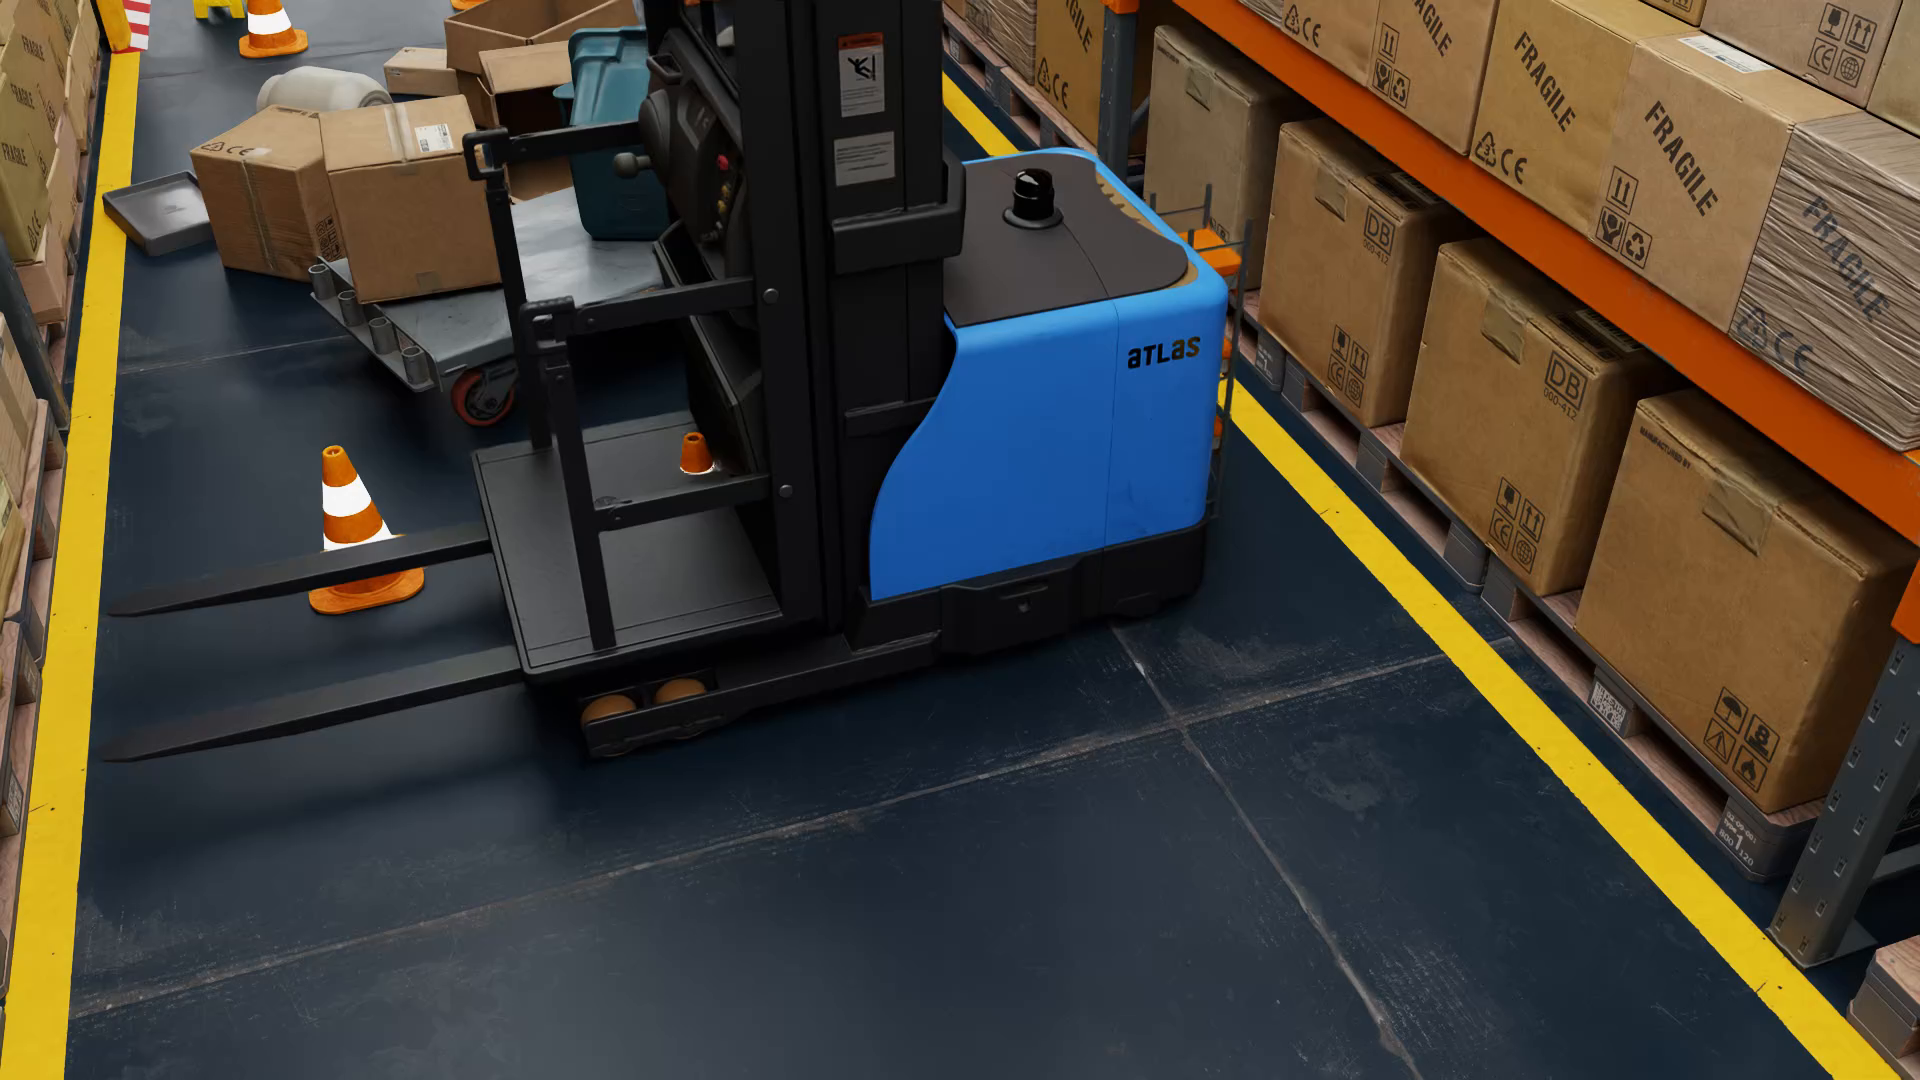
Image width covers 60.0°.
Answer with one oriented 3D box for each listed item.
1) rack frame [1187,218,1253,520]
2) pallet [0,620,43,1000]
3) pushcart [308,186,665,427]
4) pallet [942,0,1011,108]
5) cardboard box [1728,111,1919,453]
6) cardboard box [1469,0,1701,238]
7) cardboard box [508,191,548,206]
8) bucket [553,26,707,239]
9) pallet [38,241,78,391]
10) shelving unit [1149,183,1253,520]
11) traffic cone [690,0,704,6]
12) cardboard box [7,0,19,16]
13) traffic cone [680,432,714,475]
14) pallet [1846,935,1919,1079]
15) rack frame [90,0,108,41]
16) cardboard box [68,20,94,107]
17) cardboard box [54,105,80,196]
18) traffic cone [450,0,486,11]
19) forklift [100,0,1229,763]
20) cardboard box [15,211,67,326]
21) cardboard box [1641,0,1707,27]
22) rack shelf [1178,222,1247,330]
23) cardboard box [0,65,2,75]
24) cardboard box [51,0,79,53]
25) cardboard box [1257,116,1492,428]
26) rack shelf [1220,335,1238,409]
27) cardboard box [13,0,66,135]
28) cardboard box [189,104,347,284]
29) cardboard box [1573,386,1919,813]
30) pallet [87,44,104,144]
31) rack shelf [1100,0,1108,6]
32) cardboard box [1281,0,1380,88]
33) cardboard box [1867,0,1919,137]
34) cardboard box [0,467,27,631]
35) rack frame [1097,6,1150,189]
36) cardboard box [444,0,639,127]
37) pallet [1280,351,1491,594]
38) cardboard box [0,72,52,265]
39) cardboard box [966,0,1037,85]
[{"bbox_3d":[0.735,-0.472,5.004,0.200,1.050,0.008,-13,39,-16],"label":"rack frame"},{"bbox_3d":[-2.872,0.744,4.087,1.003,0.211,1.213,-12,39,-16],"label":"pallet"},{"bbox_3d":[-1.441,-0.953,6.201,1.648,0.377,0.936,-27,45,-31],"label":"pushcart"},{"bbox_3d":[0.436,-2.604,8.532,1.003,0.211,1.213,-12,39,-16],"label":"pallet"},{"bbox_3d":[2.017,-0.561,3.419,0.500,0.500,0.500,-12,39,-16],"label":"cardboard box"},{"bbox_3d":[1.675,-1.125,4.168,0.500,0.500,0.500,-13,39,-17],"label":"cardboard box"},{"bbox_3d":[-1.830,-1.312,6.772,0.396,0.266,0.258,19,41,23],"label":"cardboard box"},{"bbox_3d":[-1.164,-1.481,6.180,0.726,0.611,0.620,0,47,0],"label":"bucket"},{"bbox_3d":[-3.829,-0.758,6.081,1.003,0.211,1.213,-12,39,-16],"label":"pallet"},{"bbox_3d":[0.692,-0.541,5.095,0.215,1.050,0.252,-13,39,-16],"label":"shelving unit"},{"bbox_3d":[-1.479,-3.234,9.159,0.336,0.463,0.334,-12,39,-16],"label":"traffic cone"},{"bbox_3d":[-3.775,-2.042,6.241,0.380,0.149,0.250,-10,38,-13],"label":"cardboard box"},{"bbox_3d":[-0.785,-0.119,5.024,0.336,0.463,0.334,-12,39,-16],"label":"traffic cone"},{"bbox_3d":[2.692,1.233,3.437,1.003,0.211,1.213,-12,39,-16],"label":"pallet"},{"bbox_3d":[-4.941,-3.759,7.748,1.000,3.000,0.127,-12,39,-16],"label":"rack frame"},{"bbox_3d":[-4.240,-2.134,7.526,0.500,0.250,0.500,-12,39,-16],"label":"cardboard box"},{"bbox_3d":[-3.894,-1.557,6.760,0.500,0.250,0.500,-13,39,-17],"label":"cardboard box"},{"bbox_3d":[-2.657,-3.192,9.103,0.336,0.463,0.334,-12,39,-16],"label":"traffic cone"},{"bbox_3d":[-0.843,-0.948,4.073,3.031,2.935,1.130,-13,39,-16],"label":"forklift"},{"bbox_3d":[-3.515,-0.959,5.966,0.500,0.250,0.500,-14,39,-18],"label":"cardboard box"},{"bbox_3d":[1.925,-1.592,3.956,0.700,0.500,0.500,-13,39,-17],"label":"cardboard box"},{"bbox_3d":[0.692,-0.759,4.931,0.215,0.259,0.240,-13,39,-16],"label":"rack shelf"},{"bbox_3d":[-3.501,-1.600,5.655,0.380,0.149,0.250,-12,39,-15],"label":"cardboard box"},{"bbox_3d":[-4.238,-2.436,7.304,0.500,0.500,0.500,-11,38,-14],"label":"cardboard box"},{"bbox_3d":[1.674,-0.973,5.570,1.050,0.750,0.750,-12,39,-16],"label":"cardboard box"},{"bbox_3d":[0.692,-0.532,5.102,0.215,0.259,0.240,-13,39,-16],"label":"rack shelf"},{"bbox_3d":[-3.887,-1.851,6.528,0.500,0.500,0.500,-10,38,-14],"label":"cardboard box"},{"bbox_3d":[-2.656,-1.389,6.677,0.500,0.500,0.500,12,39,16],"label":"cardboard box"},{"bbox_3d":[2.299,0.046,4.217,1.050,0.750,0.750,-13,39,-17],"label":"cardboard box"},{"bbox_3d":[-4.669,-2.137,7.911,1.003,0.211,1.213,-12,39,-16],"label":"pallet"},{"bbox_3d":[0.360,-3.424,7.901,1.077,0.370,4.000,-12,39,-16],"label":"rack shelf"},{"bbox_3d":[1.320,-1.701,4.932,0.500,0.500,0.500,-13,39,-16],"label":"cardboard box"},{"bbox_3d":[2.279,-1.017,3.193,0.700,0.500,0.500,-13,39,-16],"label":"cardboard box"},{"bbox_3d":[-3.132,0.083,4.481,0.950,0.372,0.625,-10,38,-13],"label":"cardboard box"},{"bbox_3d":[1.048,-2.582,6.184,1.000,3.000,0.127,-12,39,-16],"label":"rack frame"},{"bbox_3d":[-1.960,-2.294,7.878,0.637,0.503,0.797,19,41,23],"label":"cardboard box"},{"bbox_3d":[1.808,-0.357,5.549,1.003,0.211,1.213,-12,39,-16],"label":"pallet"},{"bbox_3d":[-3.515,-1.258,5.740,0.500,0.500,0.500,-11,38,-14],"label":"cardboard box"},{"bbox_3d":[0.583,-2.779,7.863,0.875,0.875,0.875,-12,39,-16],"label":"cardboard box"}]
